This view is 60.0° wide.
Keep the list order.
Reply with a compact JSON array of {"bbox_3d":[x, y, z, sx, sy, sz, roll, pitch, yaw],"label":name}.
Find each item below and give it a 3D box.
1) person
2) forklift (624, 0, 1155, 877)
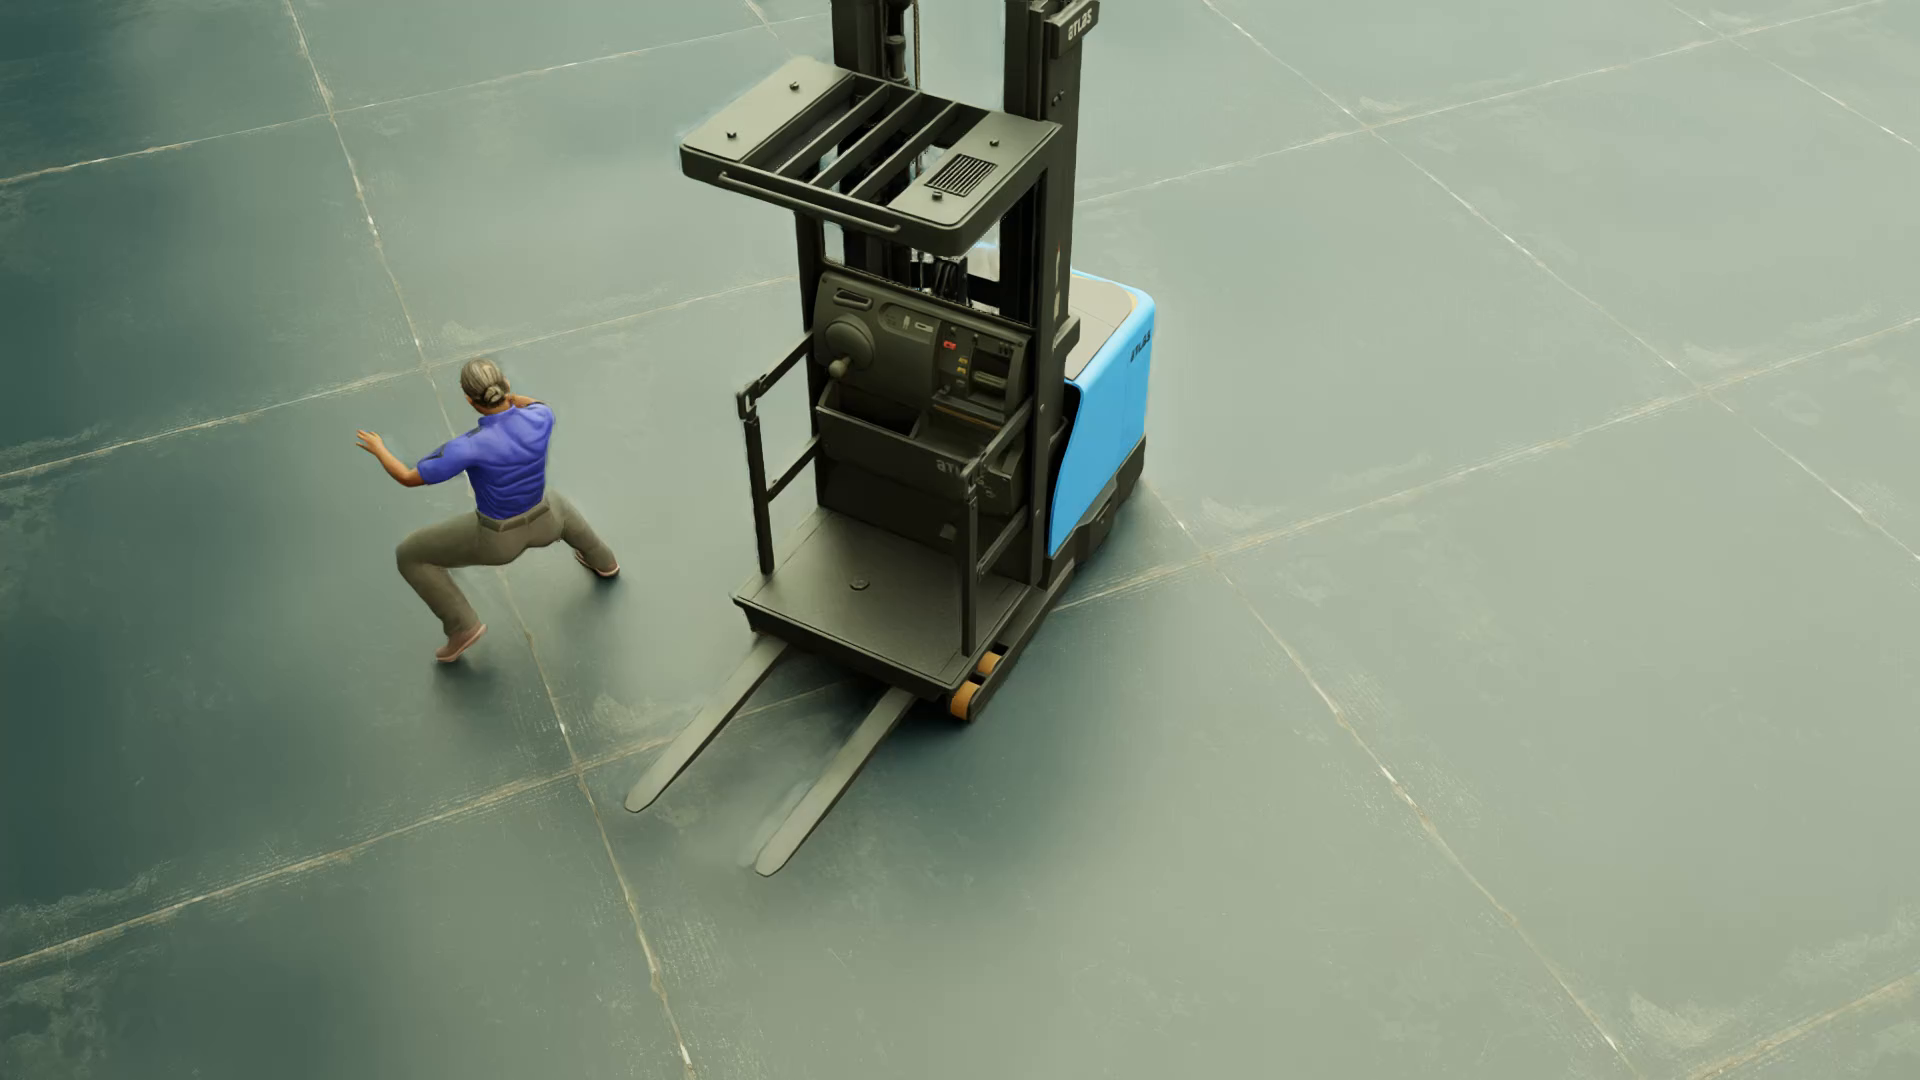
[{"bbox_3d":[-1.968,-0.218,7.010,0.942,1.444,0.694,-33,52,-30],"label":"person"},{"bbox_3d":[-0.268,-0.671,6.399,1.130,2.935,3.031,21,47,21],"label":"forklift"}]
